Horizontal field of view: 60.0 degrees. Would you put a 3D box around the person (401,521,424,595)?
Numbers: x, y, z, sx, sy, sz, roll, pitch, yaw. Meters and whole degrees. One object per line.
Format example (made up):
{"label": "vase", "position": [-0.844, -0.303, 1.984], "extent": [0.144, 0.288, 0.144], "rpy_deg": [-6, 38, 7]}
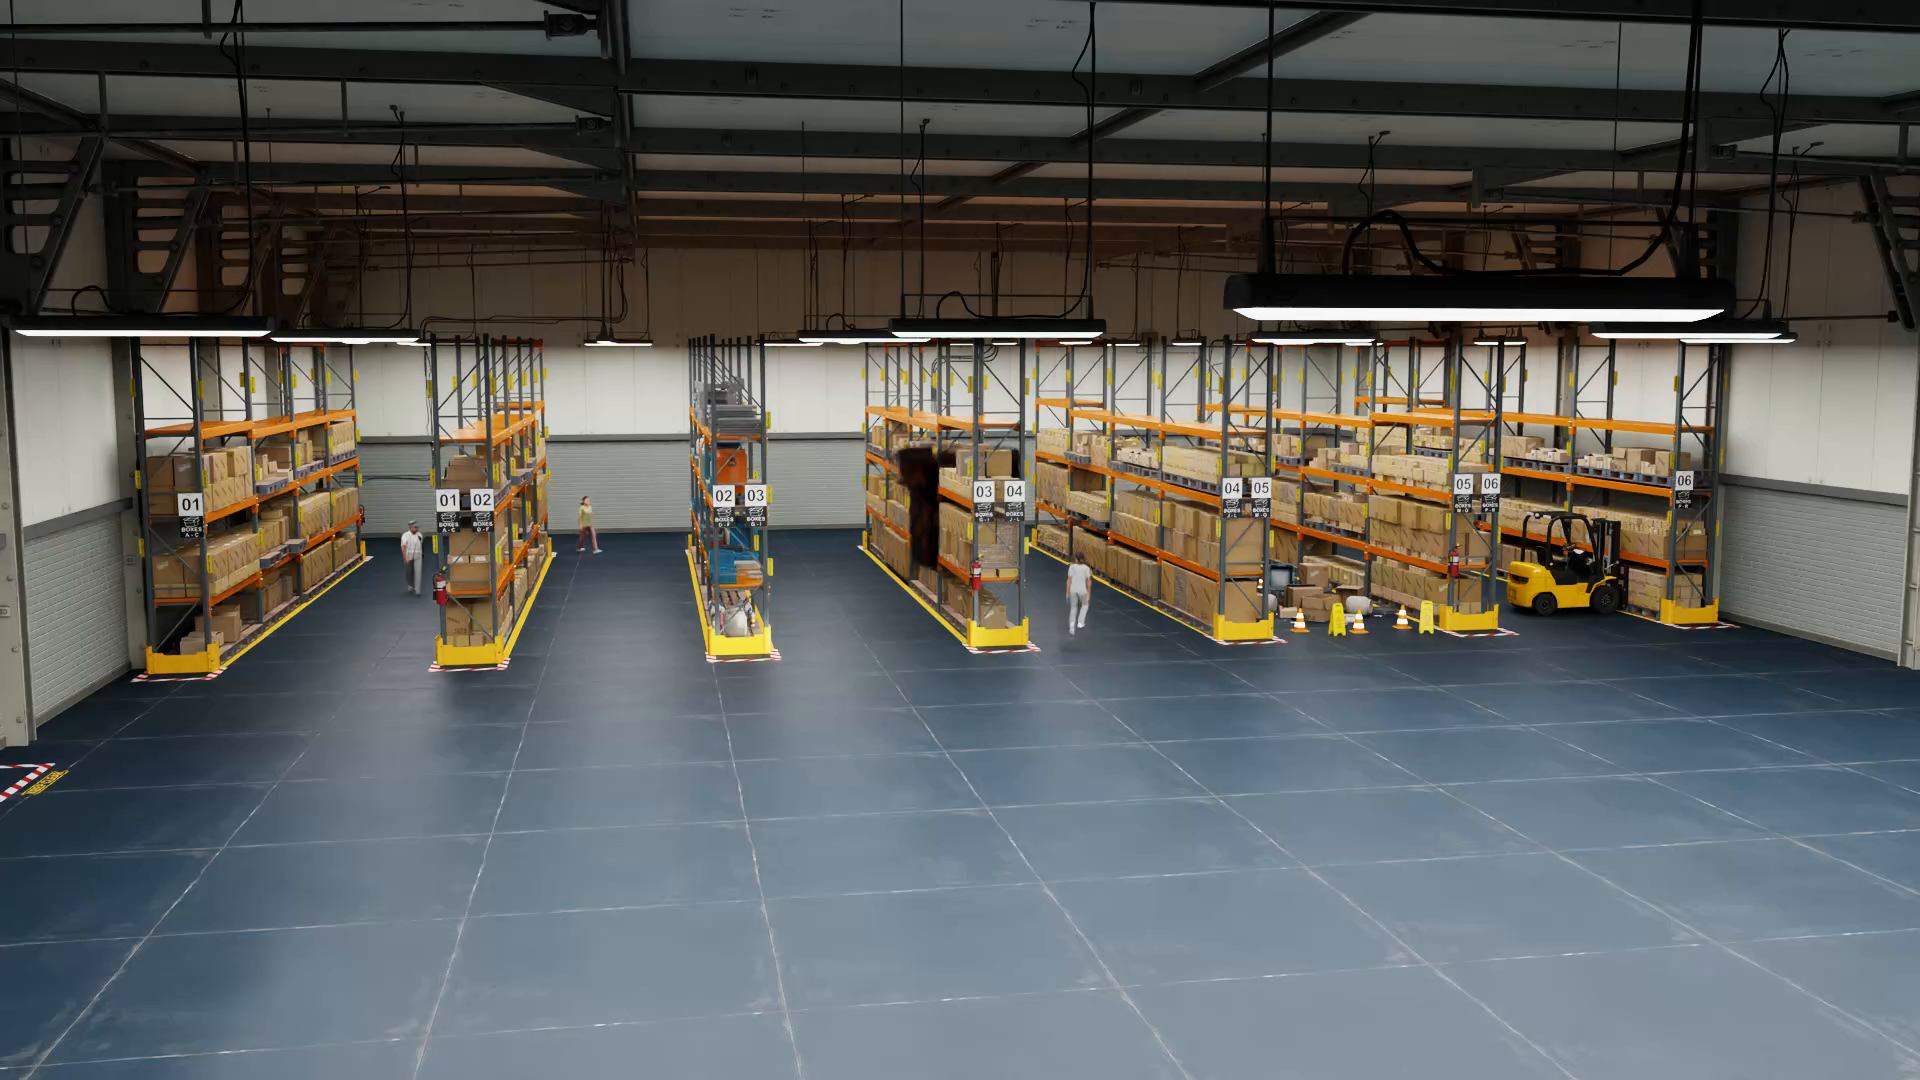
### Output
{"label": "person", "position": [-12.820, 0.407, 38.964], "extent": [0.508, 1.721, 0.996], "rpy_deg": [-2, 7, -16]}

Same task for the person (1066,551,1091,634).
{"label": "person", "position": [2.345, 1.029, 32.618], "extent": [0.438, 1.646, 0.548], "rpy_deg": [3, 7, 23]}

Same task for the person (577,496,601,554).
{"label": "person", "position": [-10.456, -0.425, 46.583], "extent": [0.508, 1.611, 1.073], "rpy_deg": [-5, 8, -38]}
